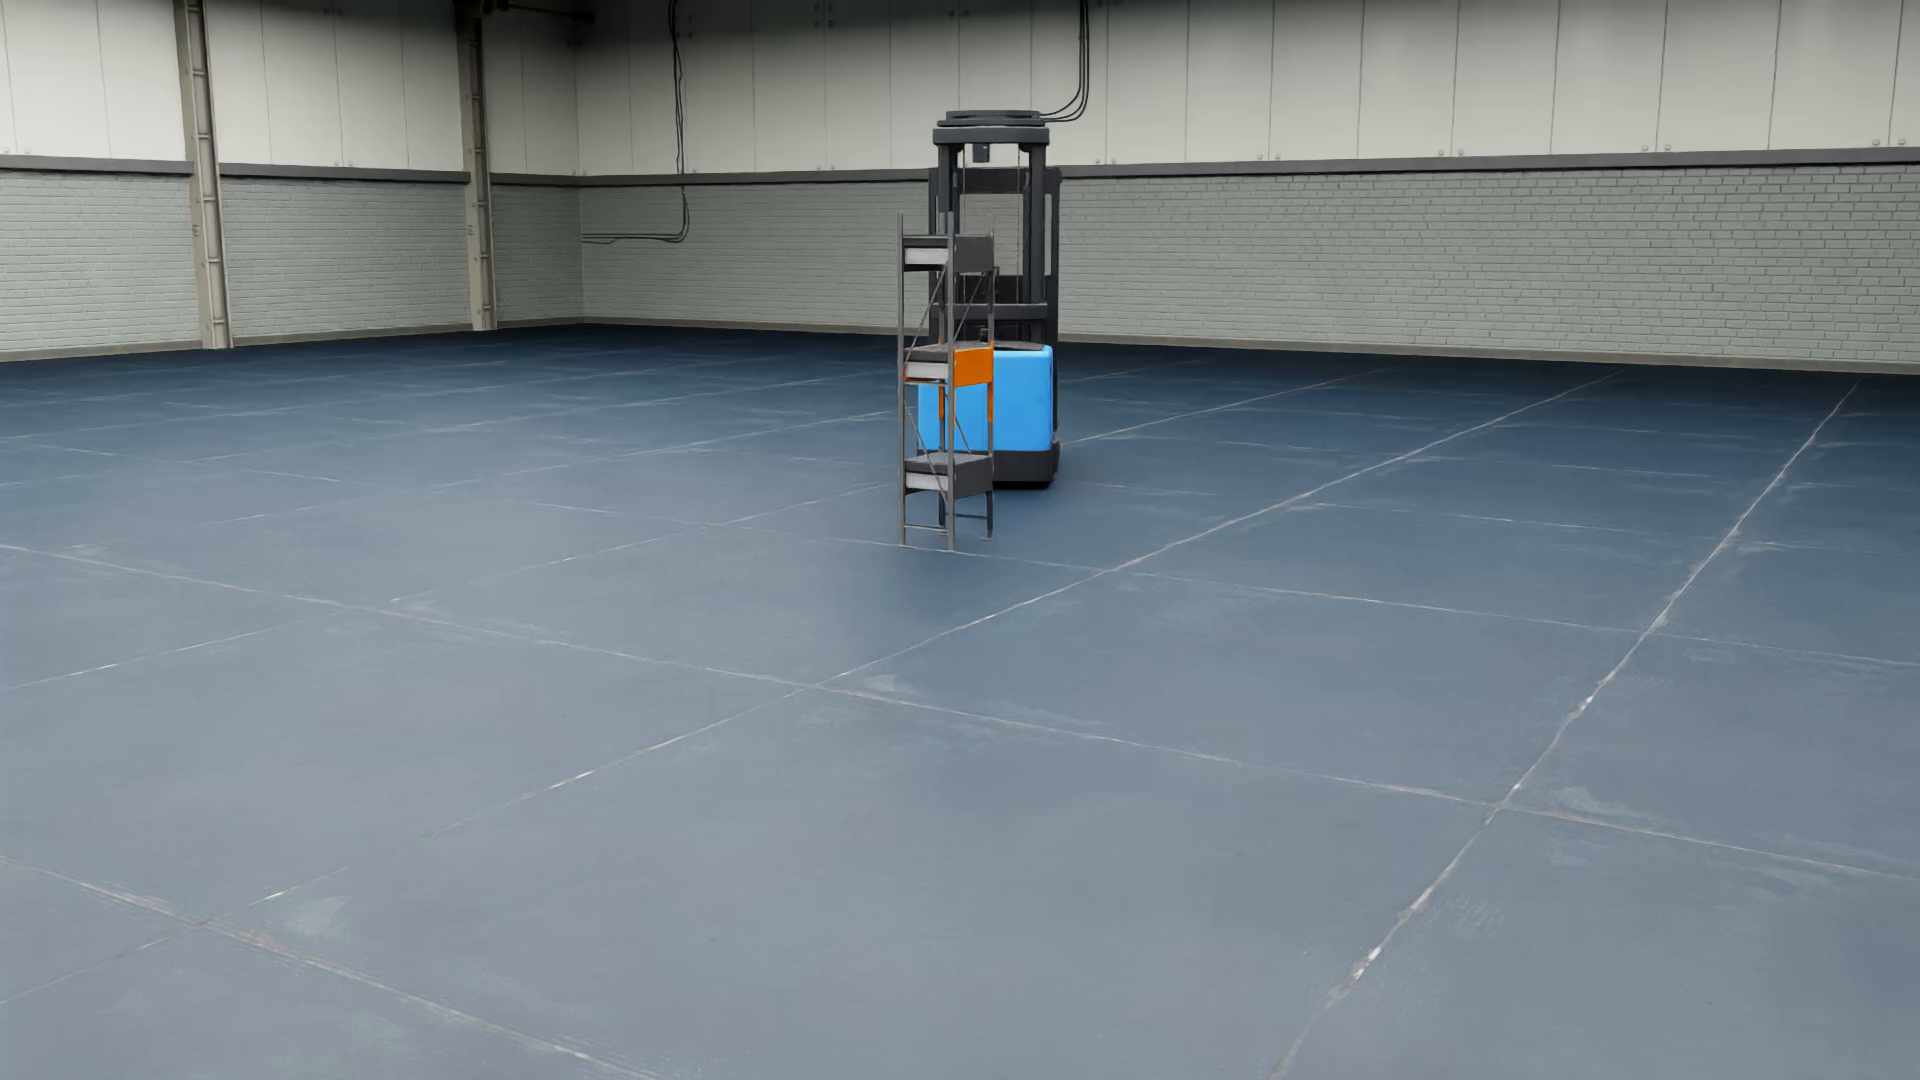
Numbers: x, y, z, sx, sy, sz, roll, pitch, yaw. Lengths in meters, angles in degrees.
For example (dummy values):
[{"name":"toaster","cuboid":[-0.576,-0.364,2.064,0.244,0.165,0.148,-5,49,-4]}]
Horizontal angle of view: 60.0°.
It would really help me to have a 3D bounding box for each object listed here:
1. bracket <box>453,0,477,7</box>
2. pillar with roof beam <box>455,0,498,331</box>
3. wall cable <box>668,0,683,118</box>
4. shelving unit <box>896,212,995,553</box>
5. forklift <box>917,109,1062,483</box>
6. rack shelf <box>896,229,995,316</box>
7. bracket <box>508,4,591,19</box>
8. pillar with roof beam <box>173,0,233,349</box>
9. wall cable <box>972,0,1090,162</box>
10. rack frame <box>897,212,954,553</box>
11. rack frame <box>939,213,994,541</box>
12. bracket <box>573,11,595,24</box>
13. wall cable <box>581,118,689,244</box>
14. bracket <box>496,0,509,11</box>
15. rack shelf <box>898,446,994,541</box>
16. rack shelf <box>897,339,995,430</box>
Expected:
[{"name":"bracket","cuboid":[-9.449,-10.308,31.694,0.235,0.232,0.430,6,12,31]},{"name":"pillar with roof beam","cuboid":[-5.858,-8.227,30.358,9.100,9.000,0.548,6,12,31]},{"name":"wall cable","cuboid":[-4.565,-9.673,32.795,3.097,2.526,0.112,6,12,31]},{"name":"shelving unit","cuboid":[-0.086,-1.006,10.536,0.431,2.100,0.503,6,12,31]},{"name":"forklift","cuboid":[0.302,-2.106,14.155,1.130,2.935,3.031,1,11,5]},{"name":"rack shelf","cuboid":[-0.086,-1.681,10.410,0.431,0.518,0.480,6,12,31]},{"name":"bracket","cuboid":[-8.095,-10.719,33.886,0.076,0.066,3.189,6,12,31]},{"name":"pillar with roof beam","cuboid":[-8.973,-7.283,25.317,9.100,9.000,0.400,6,12,31]},{"name":"wall cable","cuboid":[1.228,-9.737,29.184,2.305,6.003,0.169,6,12,31]},{"name":"rack frame","cuboid":[-0.213,-0.968,10.331,0.400,2.100,0.015,6,12,31]},{"name":"rack frame","cuboid":[0.041,-1.044,10.741,0.400,2.100,0.015,6,12,31]},{"name":"bracket","cuboid":[-7.788,-10.811,34.382,0.235,0.232,0.430,6,12,31]},{"name":"wall cable","cuboid":[-6.878,-7.449,34.640,3.097,2.526,0.112,6,12,31]},{"name":"bracket","cuboid":[-9.018,-10.439,32.391,0.235,0.232,0.430,6,12,31]},{"name":"rack shelf","cuboid":[-0.086,-0.305,10.668,0.431,0.518,0.480,6,12,31]},{"name":"rack shelf","cuboid":[-0.086,-0.993,10.539,0.431,0.518,0.480,6,12,31]}]
